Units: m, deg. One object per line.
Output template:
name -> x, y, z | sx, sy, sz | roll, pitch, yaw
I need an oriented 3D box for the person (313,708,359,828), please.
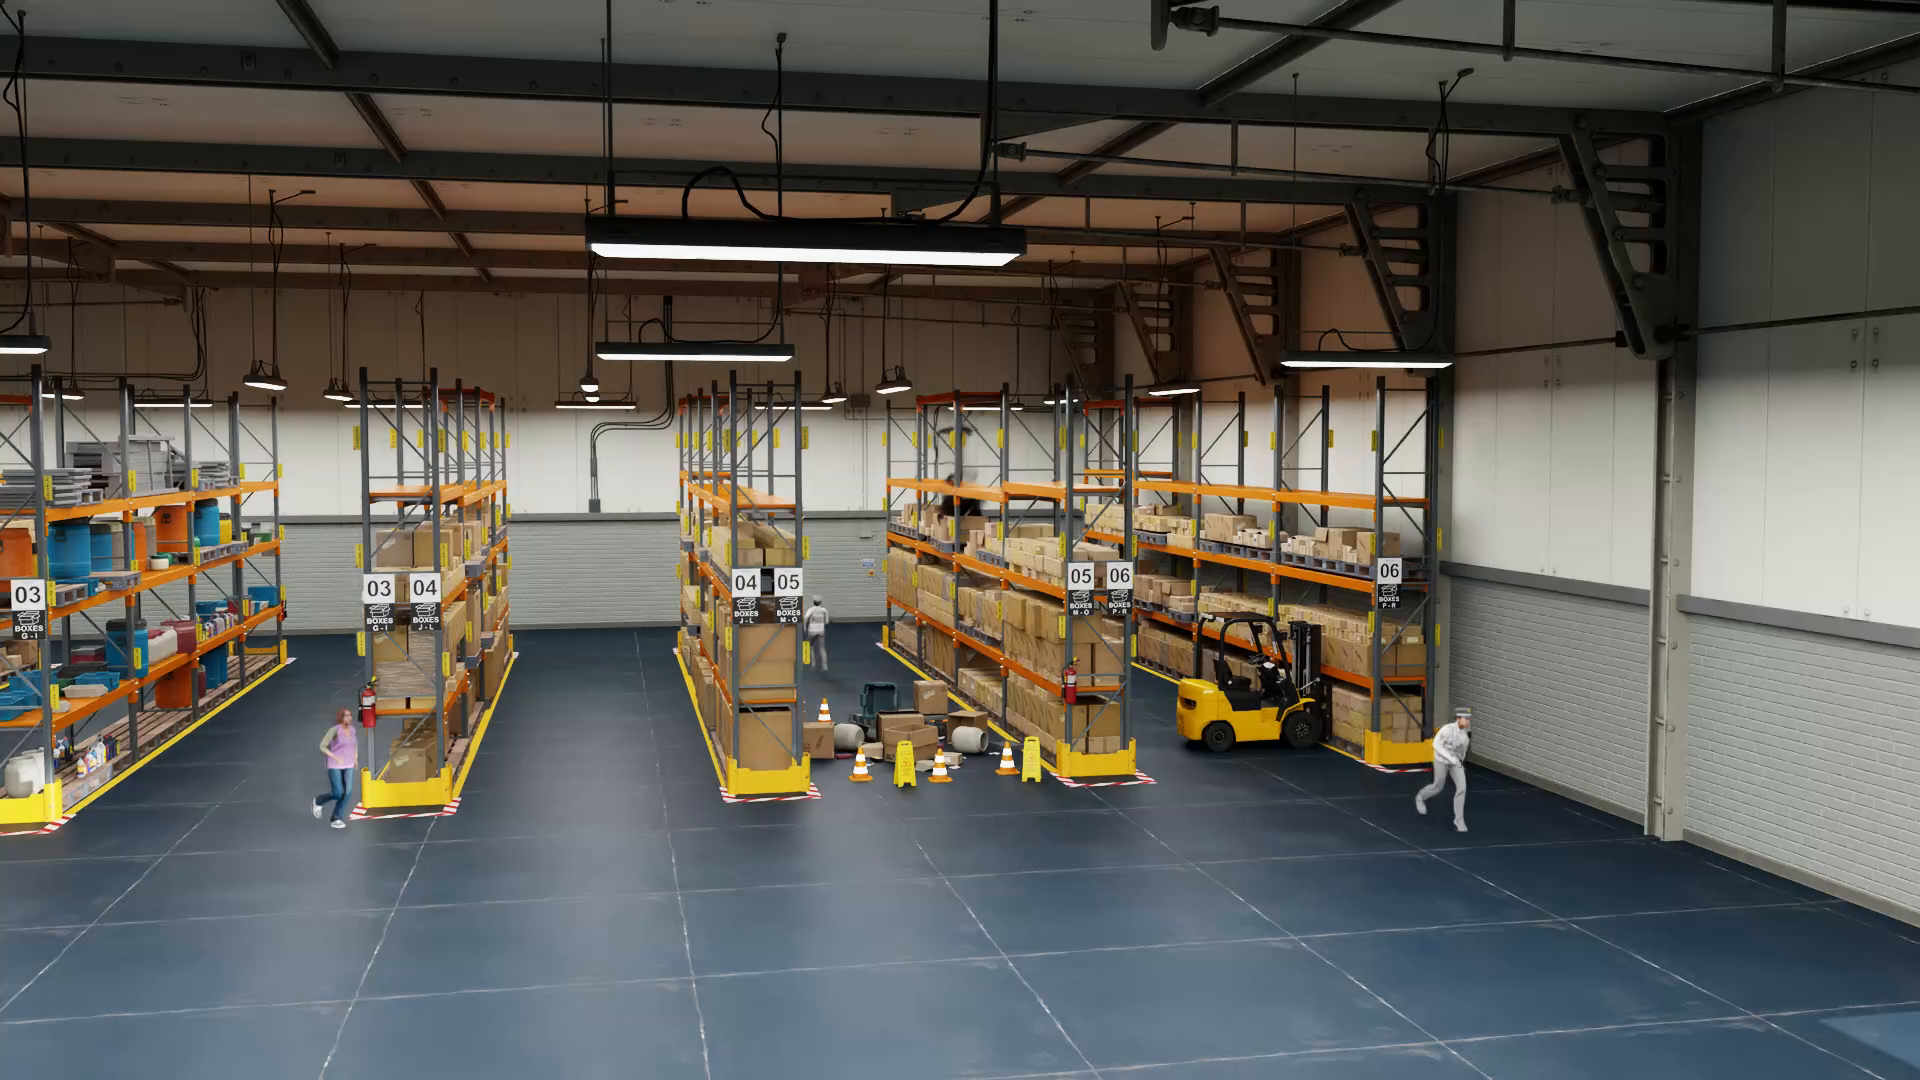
person -> -8.063, 2.956, 21.605 | 0.611, 1.519, 0.570 | 2, 4, 32

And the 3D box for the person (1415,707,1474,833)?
person -> 6.316, 2.936, 21.692 | 0.654, 1.624, 0.978 | -2, 4, -29

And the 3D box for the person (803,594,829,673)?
person -> -3.095, 2.034, 35.726 | 0.621, 1.725, 0.856 | -1, 4, -16
